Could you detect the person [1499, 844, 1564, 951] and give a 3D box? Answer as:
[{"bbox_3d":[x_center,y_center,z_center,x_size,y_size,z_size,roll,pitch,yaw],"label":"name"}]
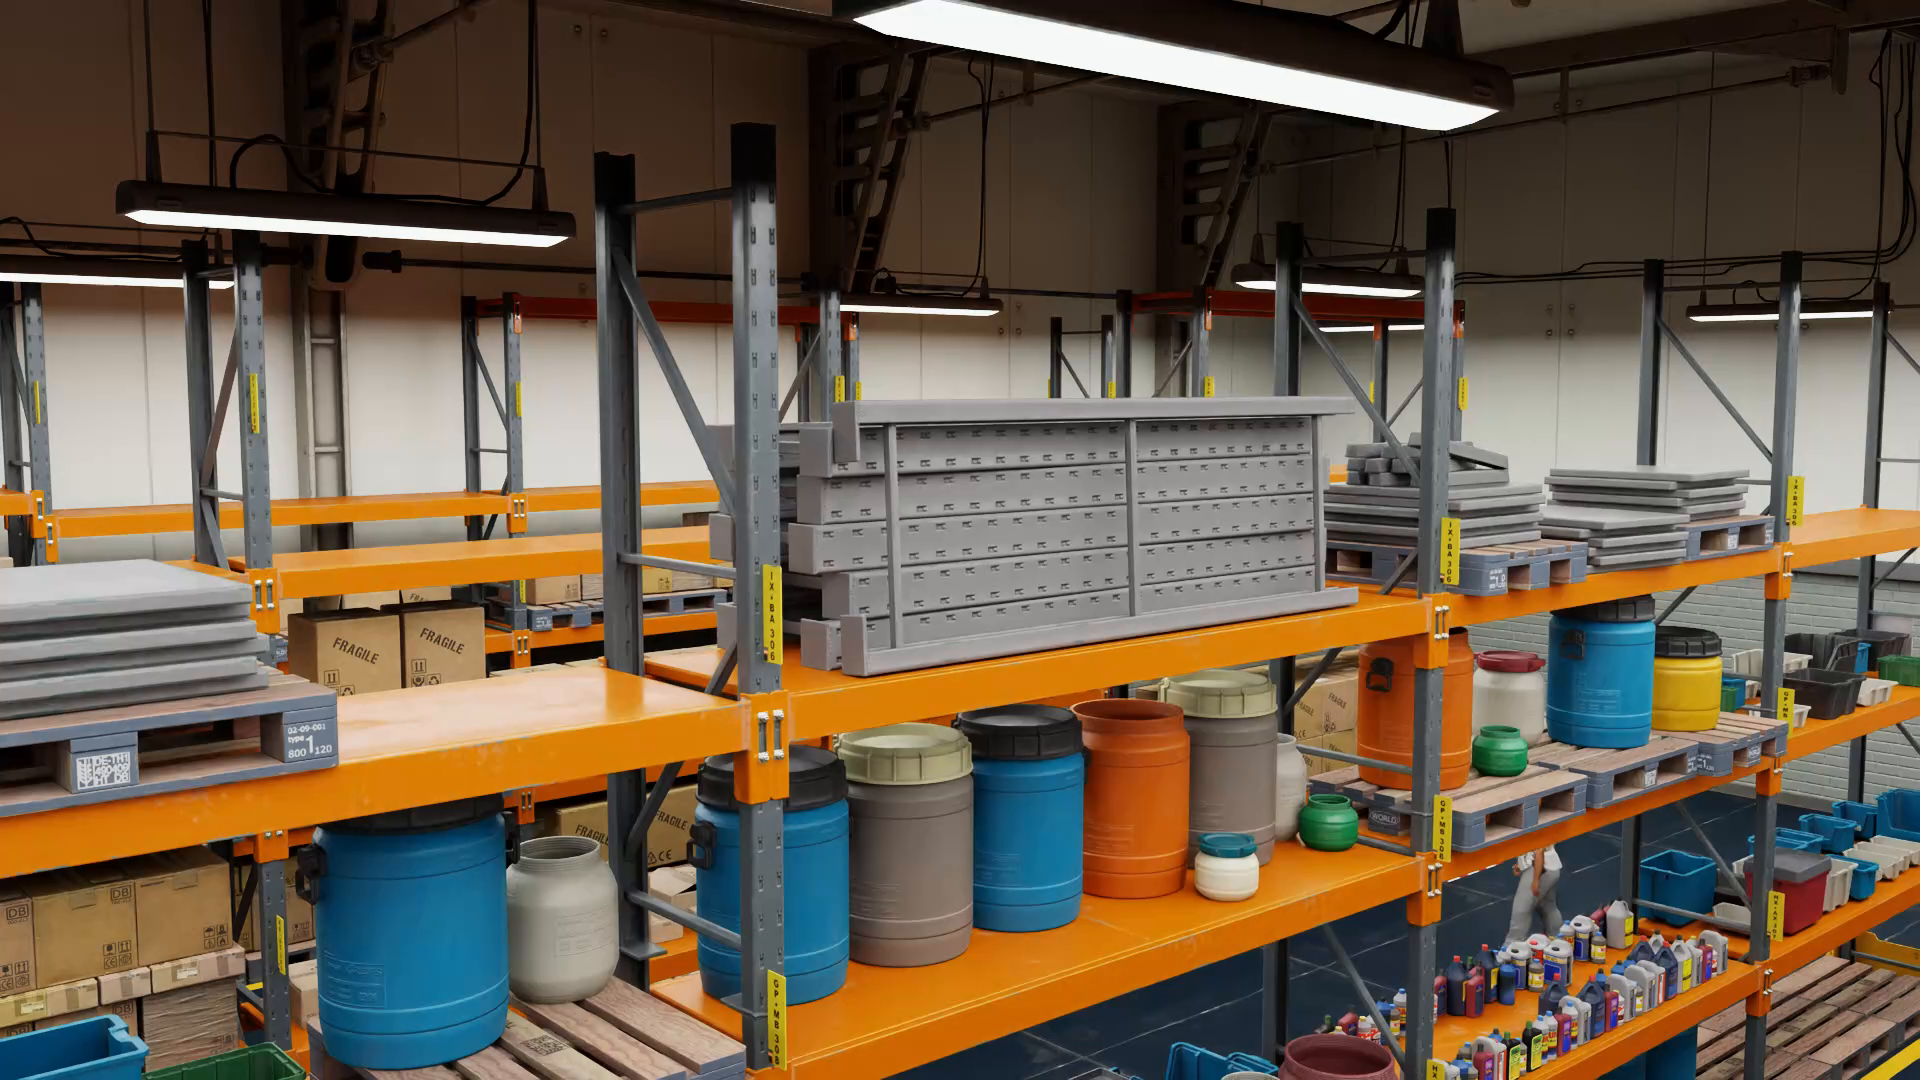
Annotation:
[{"bbox_3d":[5.058,2.954,14.773,0.744,1.659,0.546,1,6,11],"label":"person"}]
